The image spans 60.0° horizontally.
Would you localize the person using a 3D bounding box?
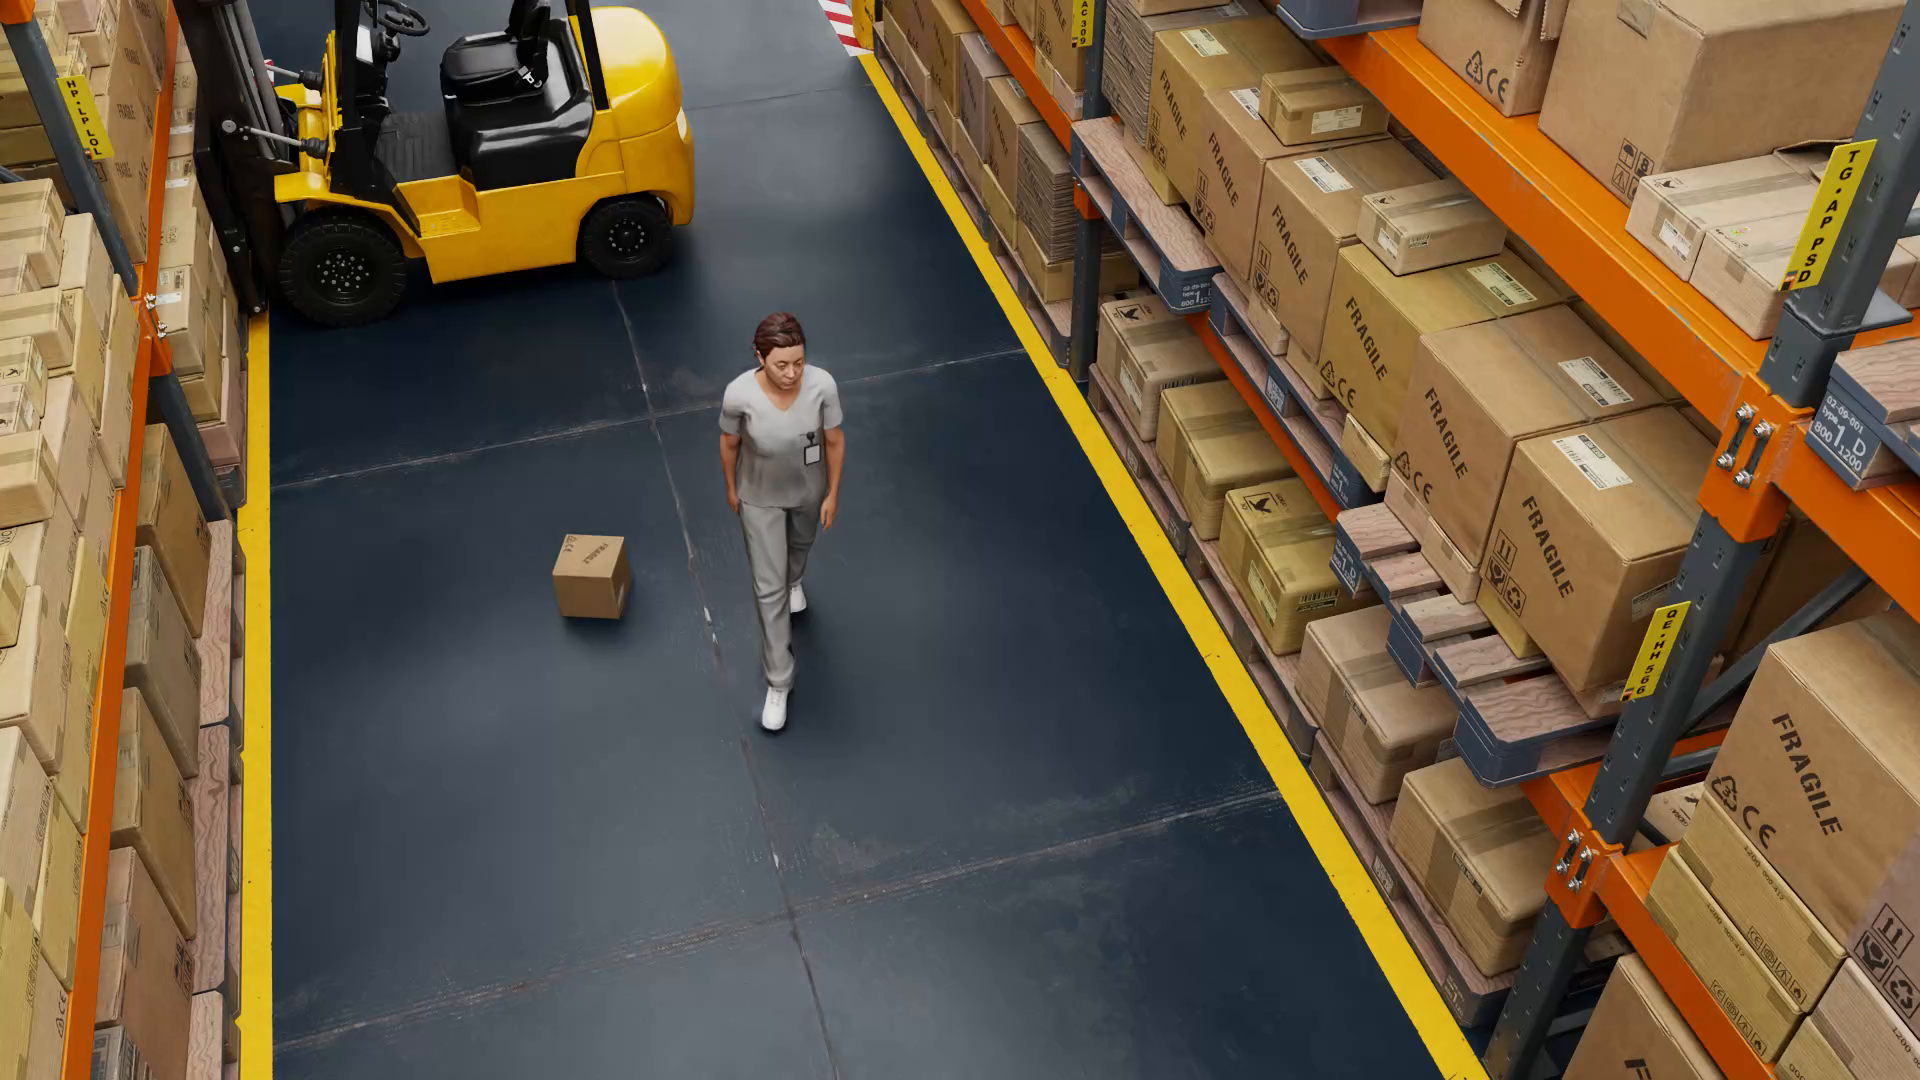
[{"bbox_3d":[-0.672,-0.174,6.336,0.503,1.633,0.888,-14,44,-14],"label":"person"}]
